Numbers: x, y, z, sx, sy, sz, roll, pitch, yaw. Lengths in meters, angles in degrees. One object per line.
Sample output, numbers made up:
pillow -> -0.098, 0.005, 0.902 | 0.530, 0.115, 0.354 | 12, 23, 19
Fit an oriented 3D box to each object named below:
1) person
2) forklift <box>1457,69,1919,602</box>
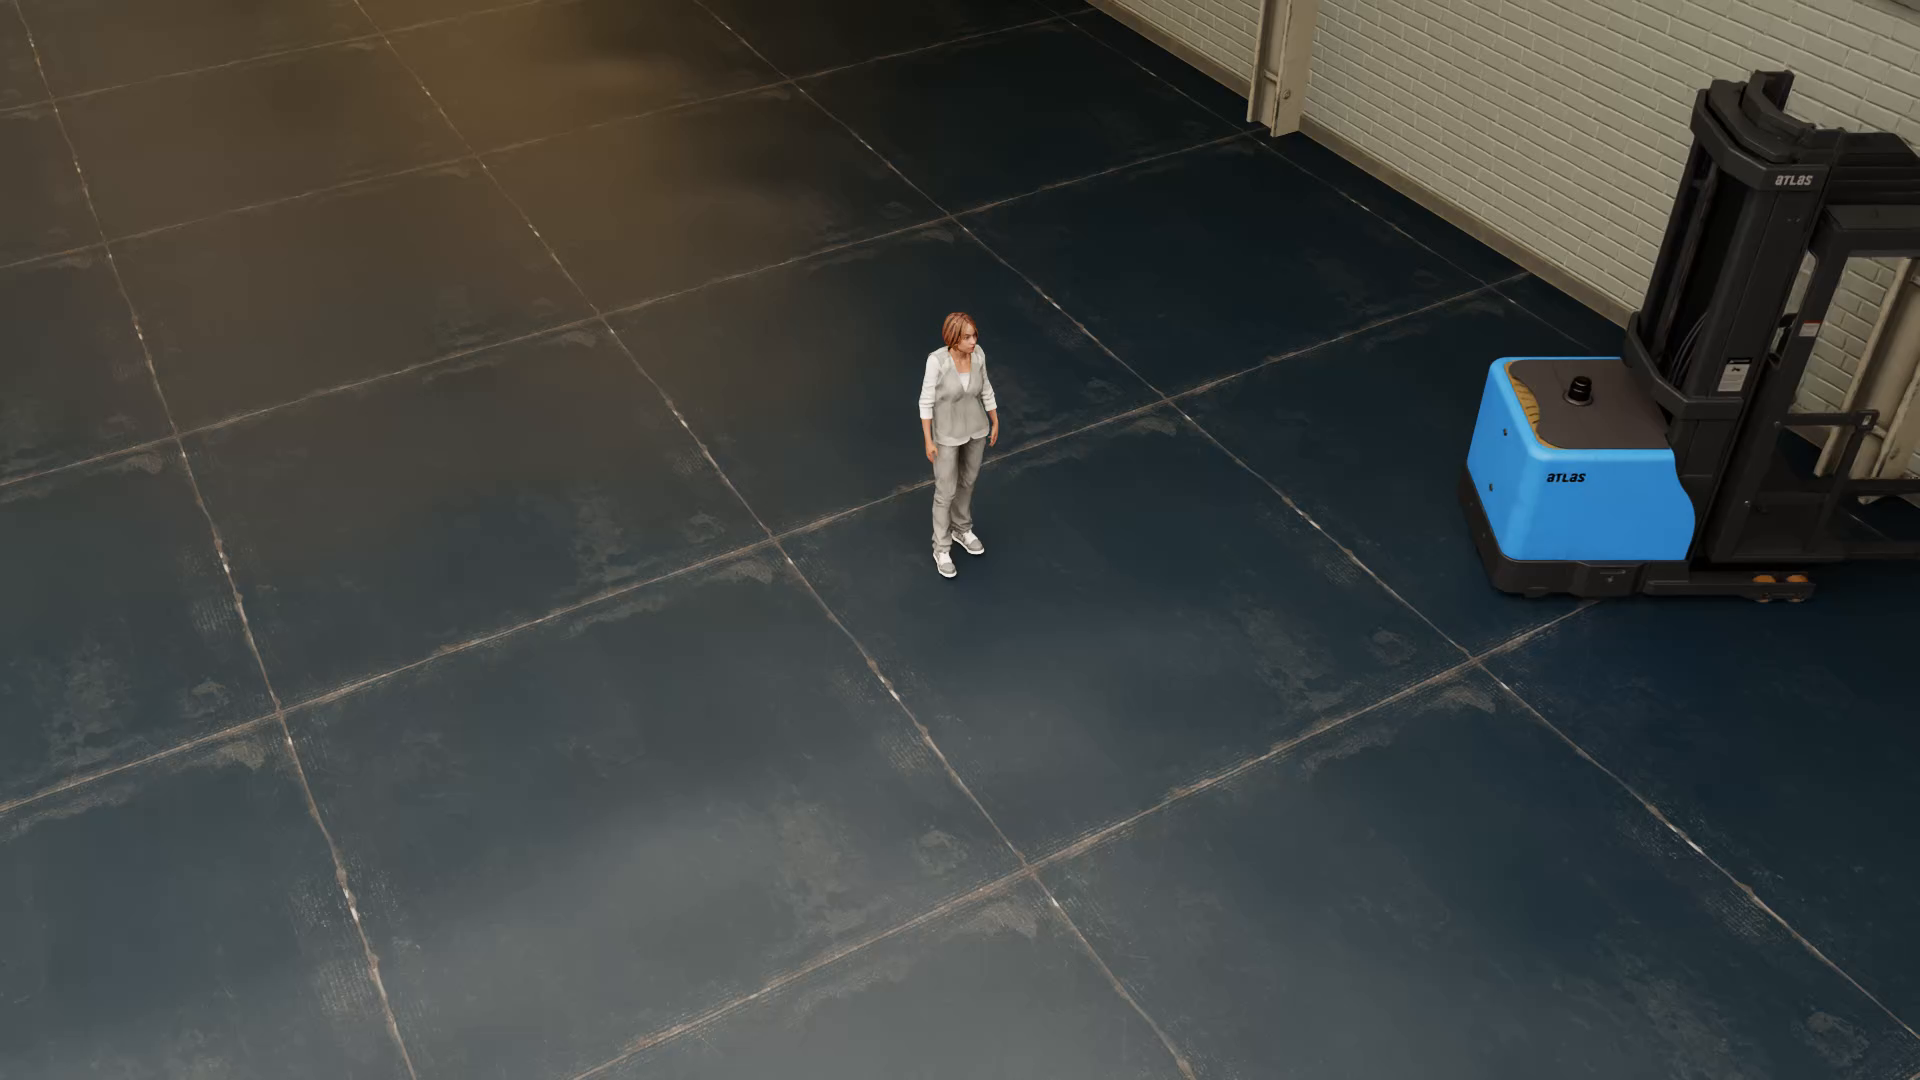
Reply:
person -> 0.024, -0.574, 9.761 | 0.516, 1.599, 0.473 | -20, 44, -23
forklift -> 4.678, -1.100, 9.362 | 3.031, 2.935, 1.130 | 0, 40, 0
